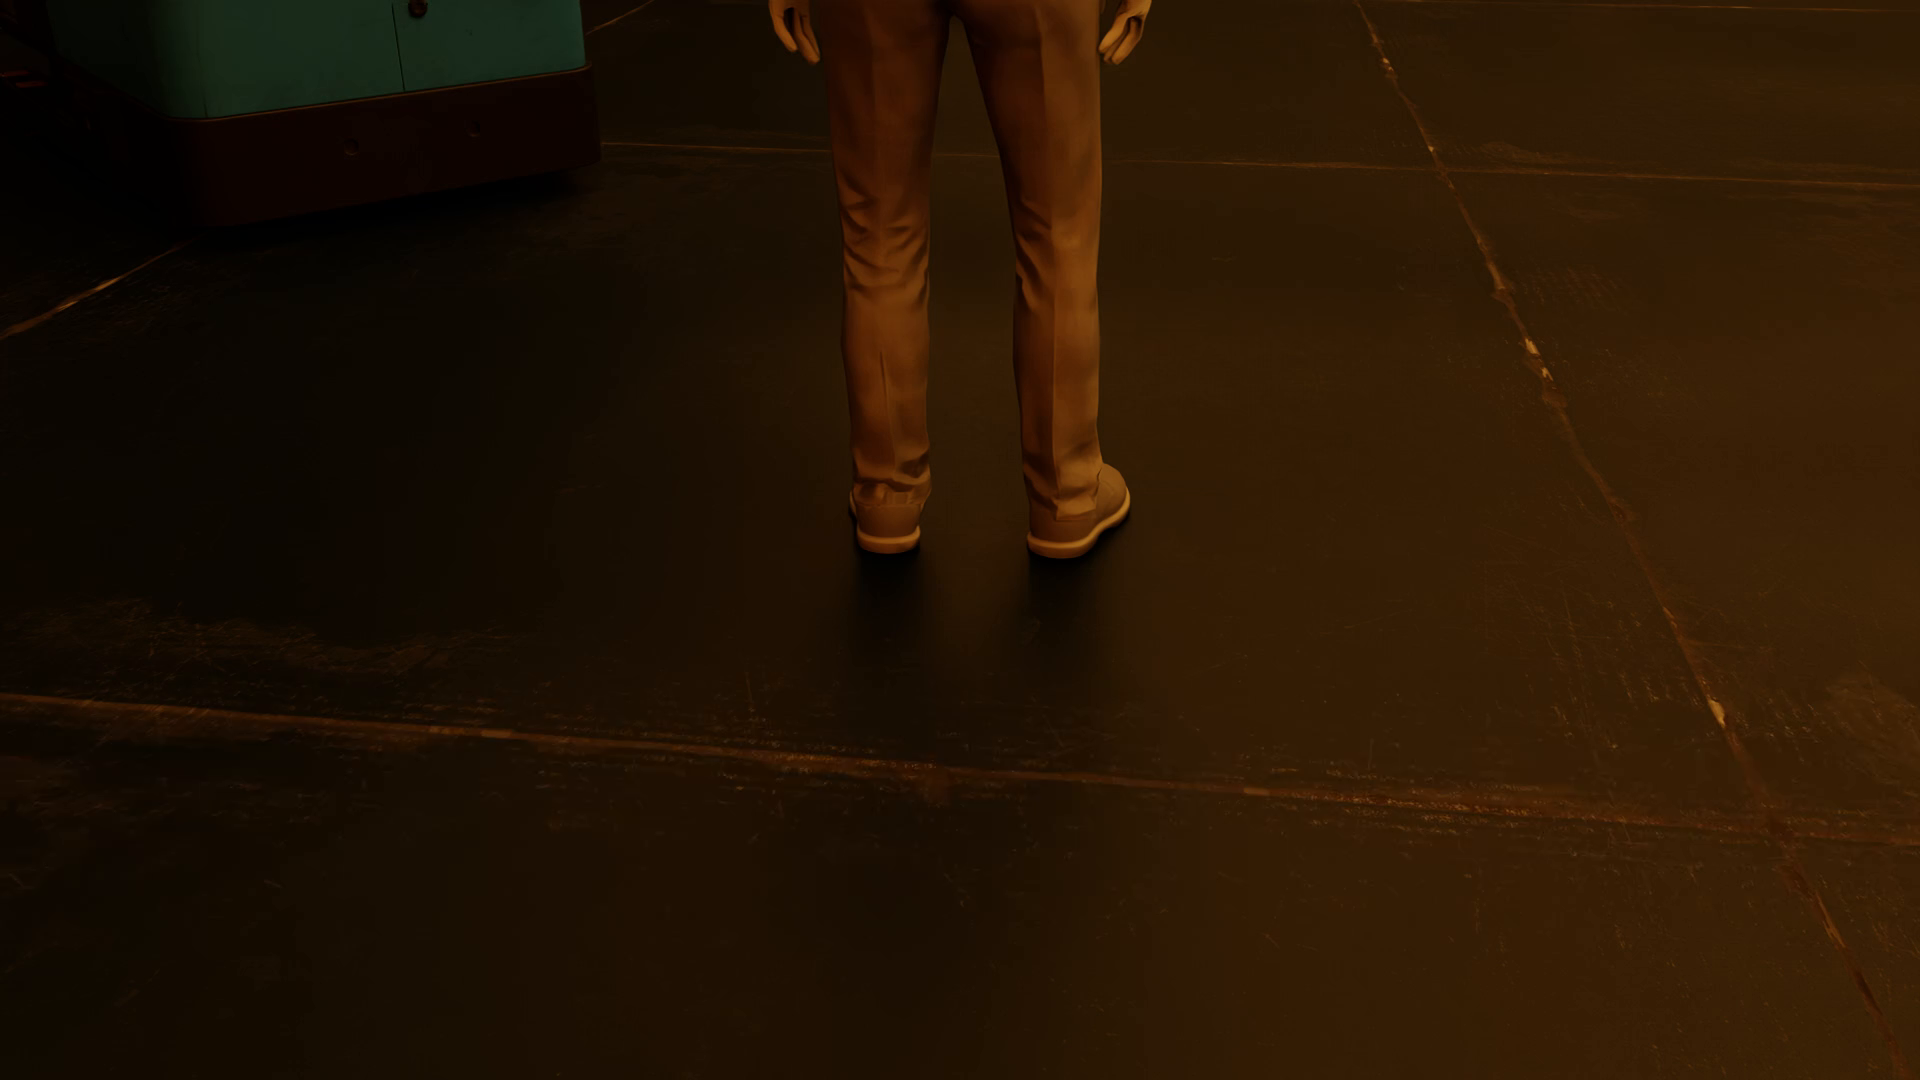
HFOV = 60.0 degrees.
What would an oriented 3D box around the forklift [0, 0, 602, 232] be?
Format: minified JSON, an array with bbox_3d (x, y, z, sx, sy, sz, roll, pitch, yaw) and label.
[{"bbox_3d":[-2.250,-2.605,4.440,1.130,2.935,3.031,-20,33,-34],"label":"forklift"}]

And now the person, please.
[{"bbox_3d":[-0.007,-0.757,2.157,0.529,1.663,0.372,3,27,5],"label":"person"}]
